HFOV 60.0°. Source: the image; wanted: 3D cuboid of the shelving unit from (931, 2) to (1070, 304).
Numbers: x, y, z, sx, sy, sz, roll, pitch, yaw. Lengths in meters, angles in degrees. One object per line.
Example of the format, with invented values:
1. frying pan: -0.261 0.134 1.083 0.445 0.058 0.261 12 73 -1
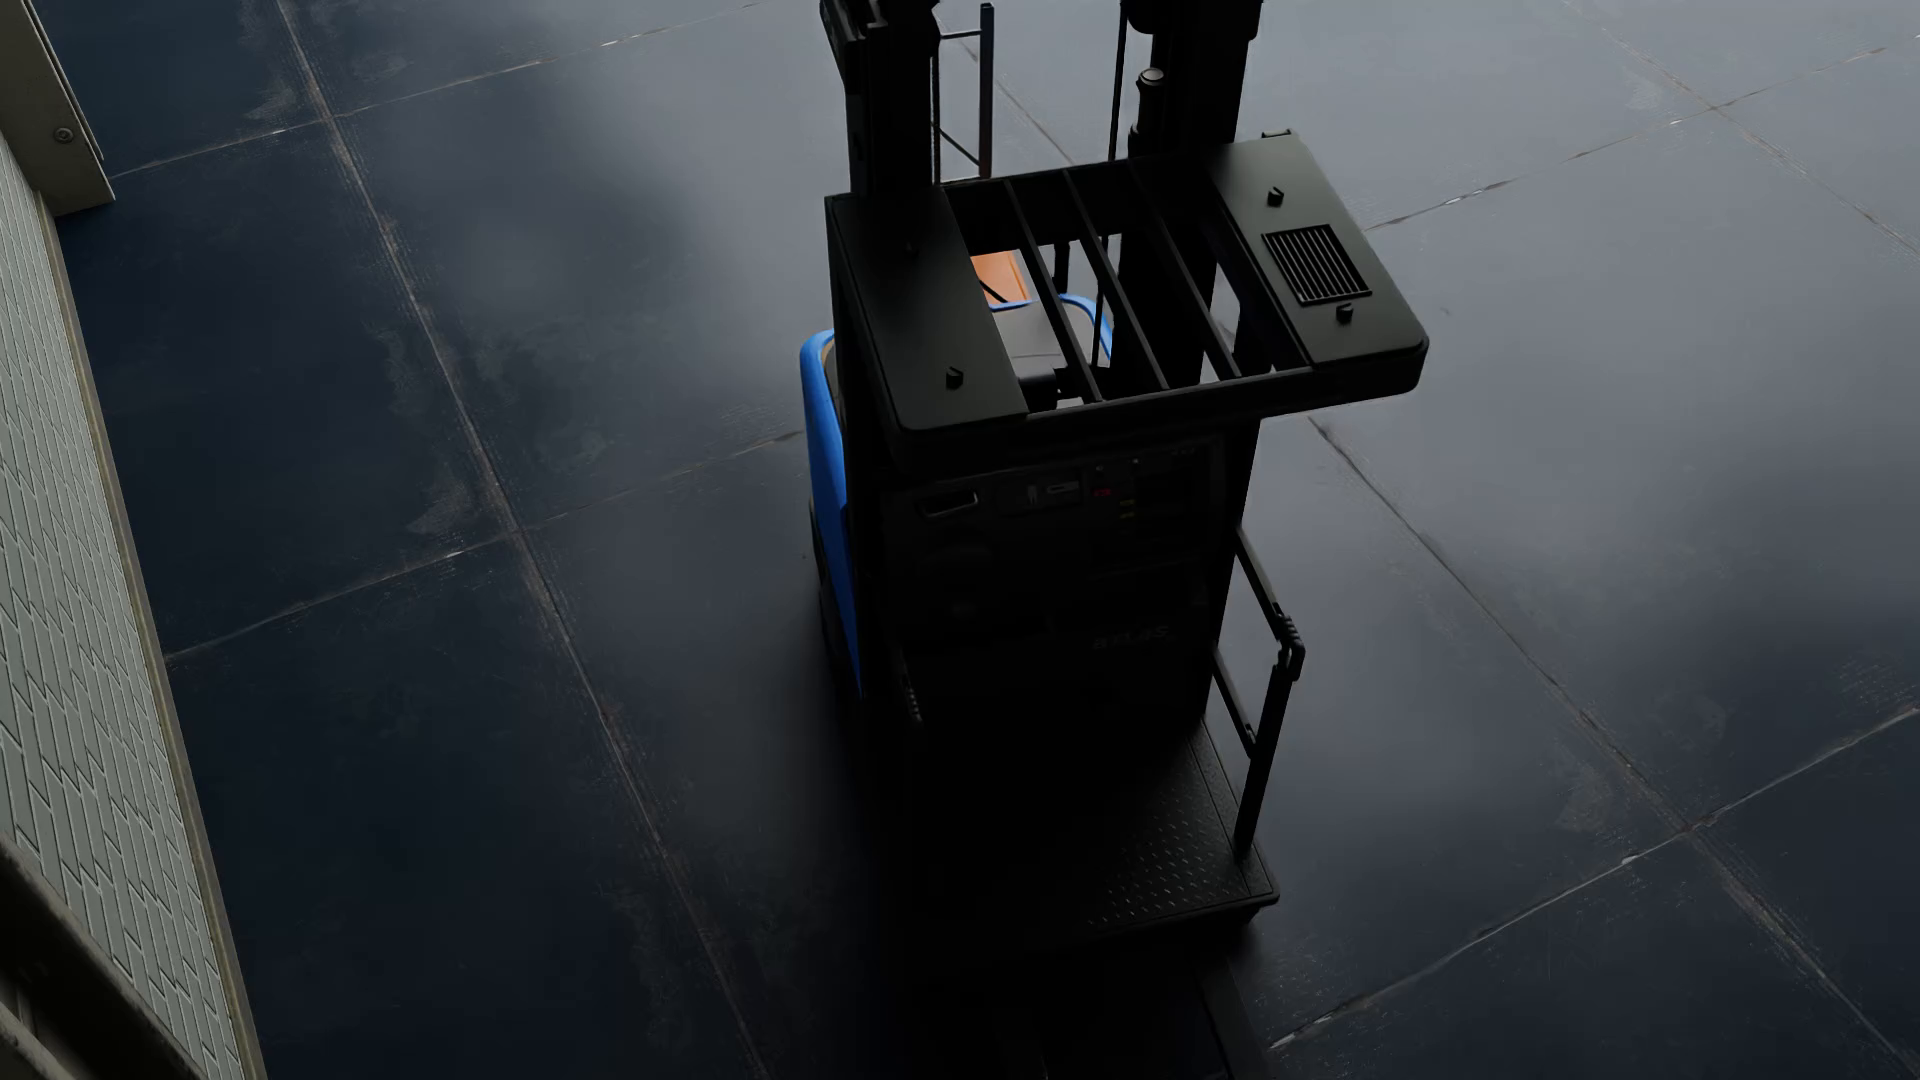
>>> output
1. shelving unit: -0.008 -1.008 6.135 0.587 1.500 1.083 -10 50 -9

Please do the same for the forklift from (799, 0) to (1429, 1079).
1. forklift: 0.304 0.062 4.249 1.130 2.935 3.031 -10 50 -9

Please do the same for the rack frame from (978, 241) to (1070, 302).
1. rack frame: 0.114 -0.629 5.804 0.500 1.500 0.032 -10 50 -9

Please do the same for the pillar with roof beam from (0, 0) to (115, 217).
1. pillar with roof beam: -0.265 -6.079 5.589 9.100 9.000 0.400 -21 52 -18

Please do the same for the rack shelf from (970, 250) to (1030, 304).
1. rack shelf: -0.005 -0.883 6.265 0.538 0.185 1.000 -10 50 -9

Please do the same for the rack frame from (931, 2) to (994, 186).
1. rack frame: -0.125 -1.373 6.455 0.500 1.500 0.032 -10 50 -9
